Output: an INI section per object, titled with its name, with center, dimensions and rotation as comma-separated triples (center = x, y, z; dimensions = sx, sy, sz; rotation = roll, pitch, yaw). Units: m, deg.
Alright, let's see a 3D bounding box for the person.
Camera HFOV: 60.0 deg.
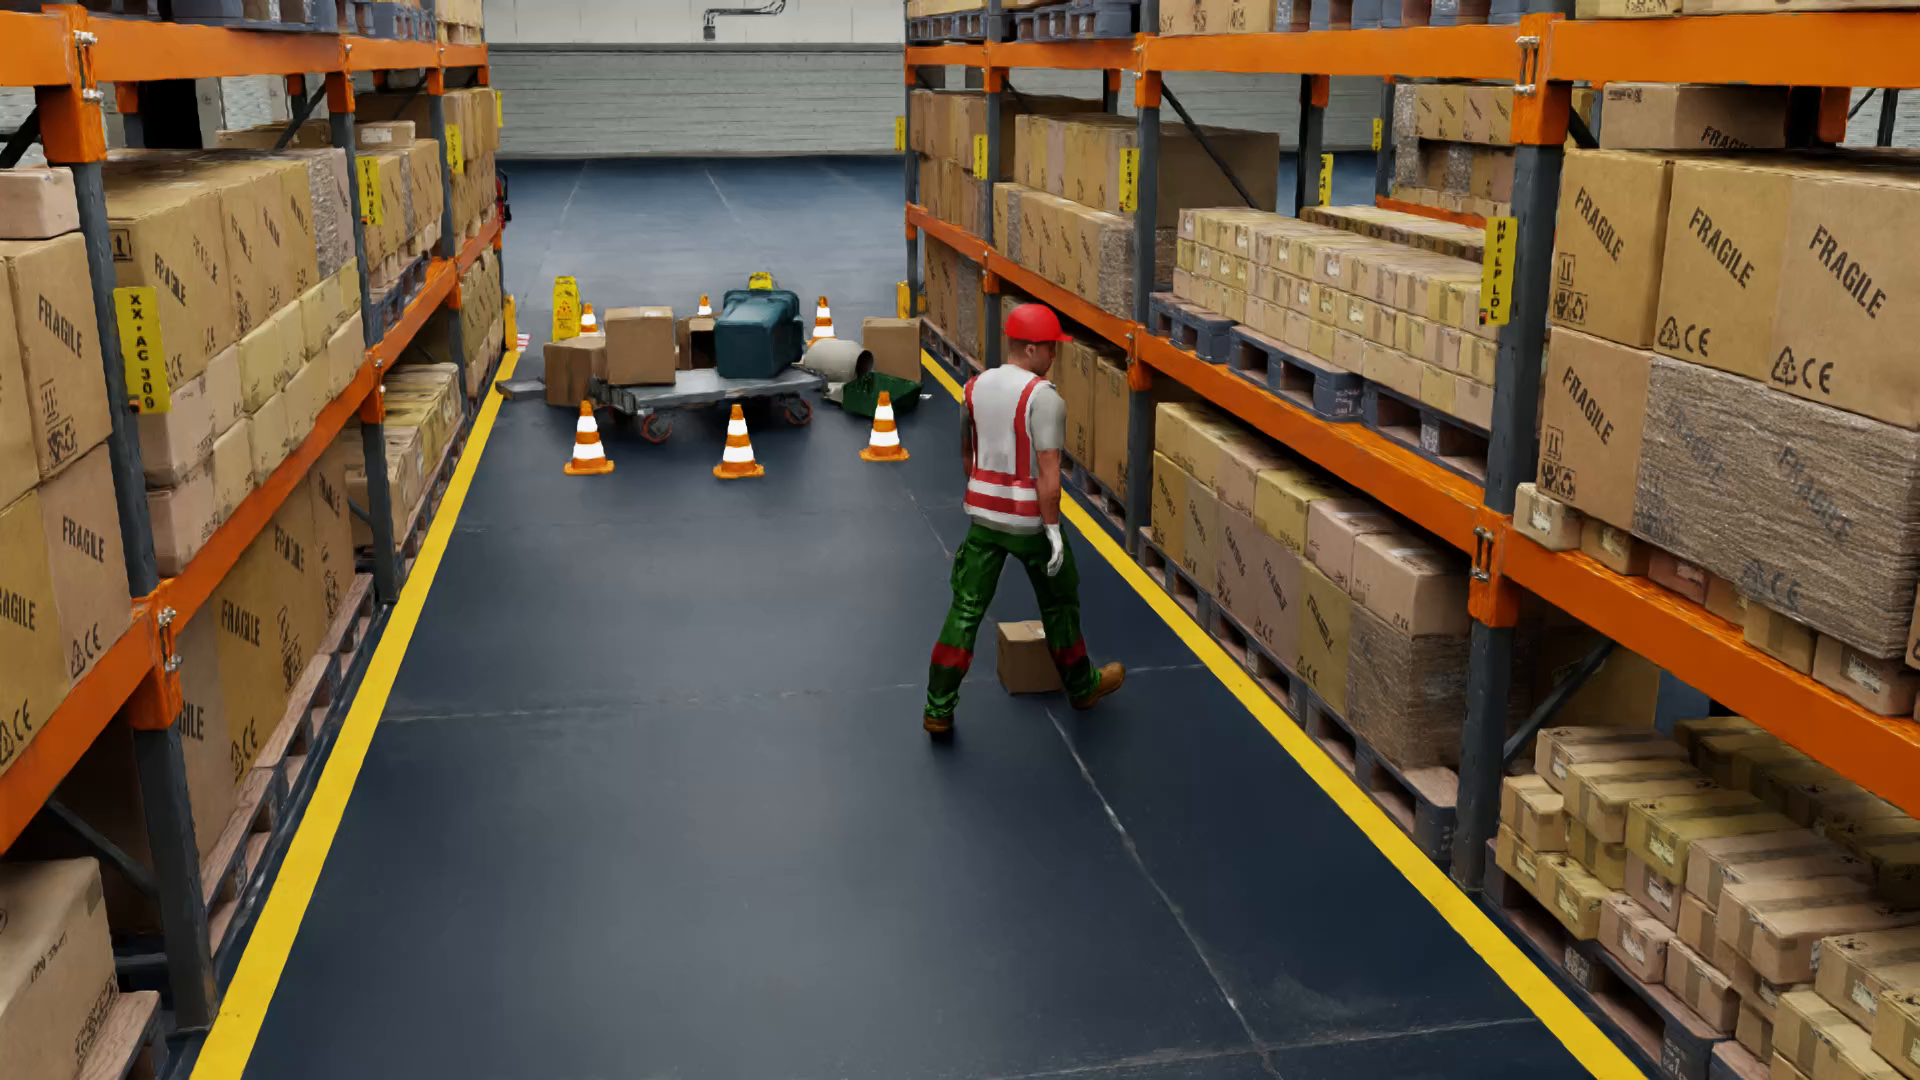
[person]
center = 0.255, -0.099, 6.851
dimensions = 0.627, 1.753, 0.900
rotation = 12, 20, 35
